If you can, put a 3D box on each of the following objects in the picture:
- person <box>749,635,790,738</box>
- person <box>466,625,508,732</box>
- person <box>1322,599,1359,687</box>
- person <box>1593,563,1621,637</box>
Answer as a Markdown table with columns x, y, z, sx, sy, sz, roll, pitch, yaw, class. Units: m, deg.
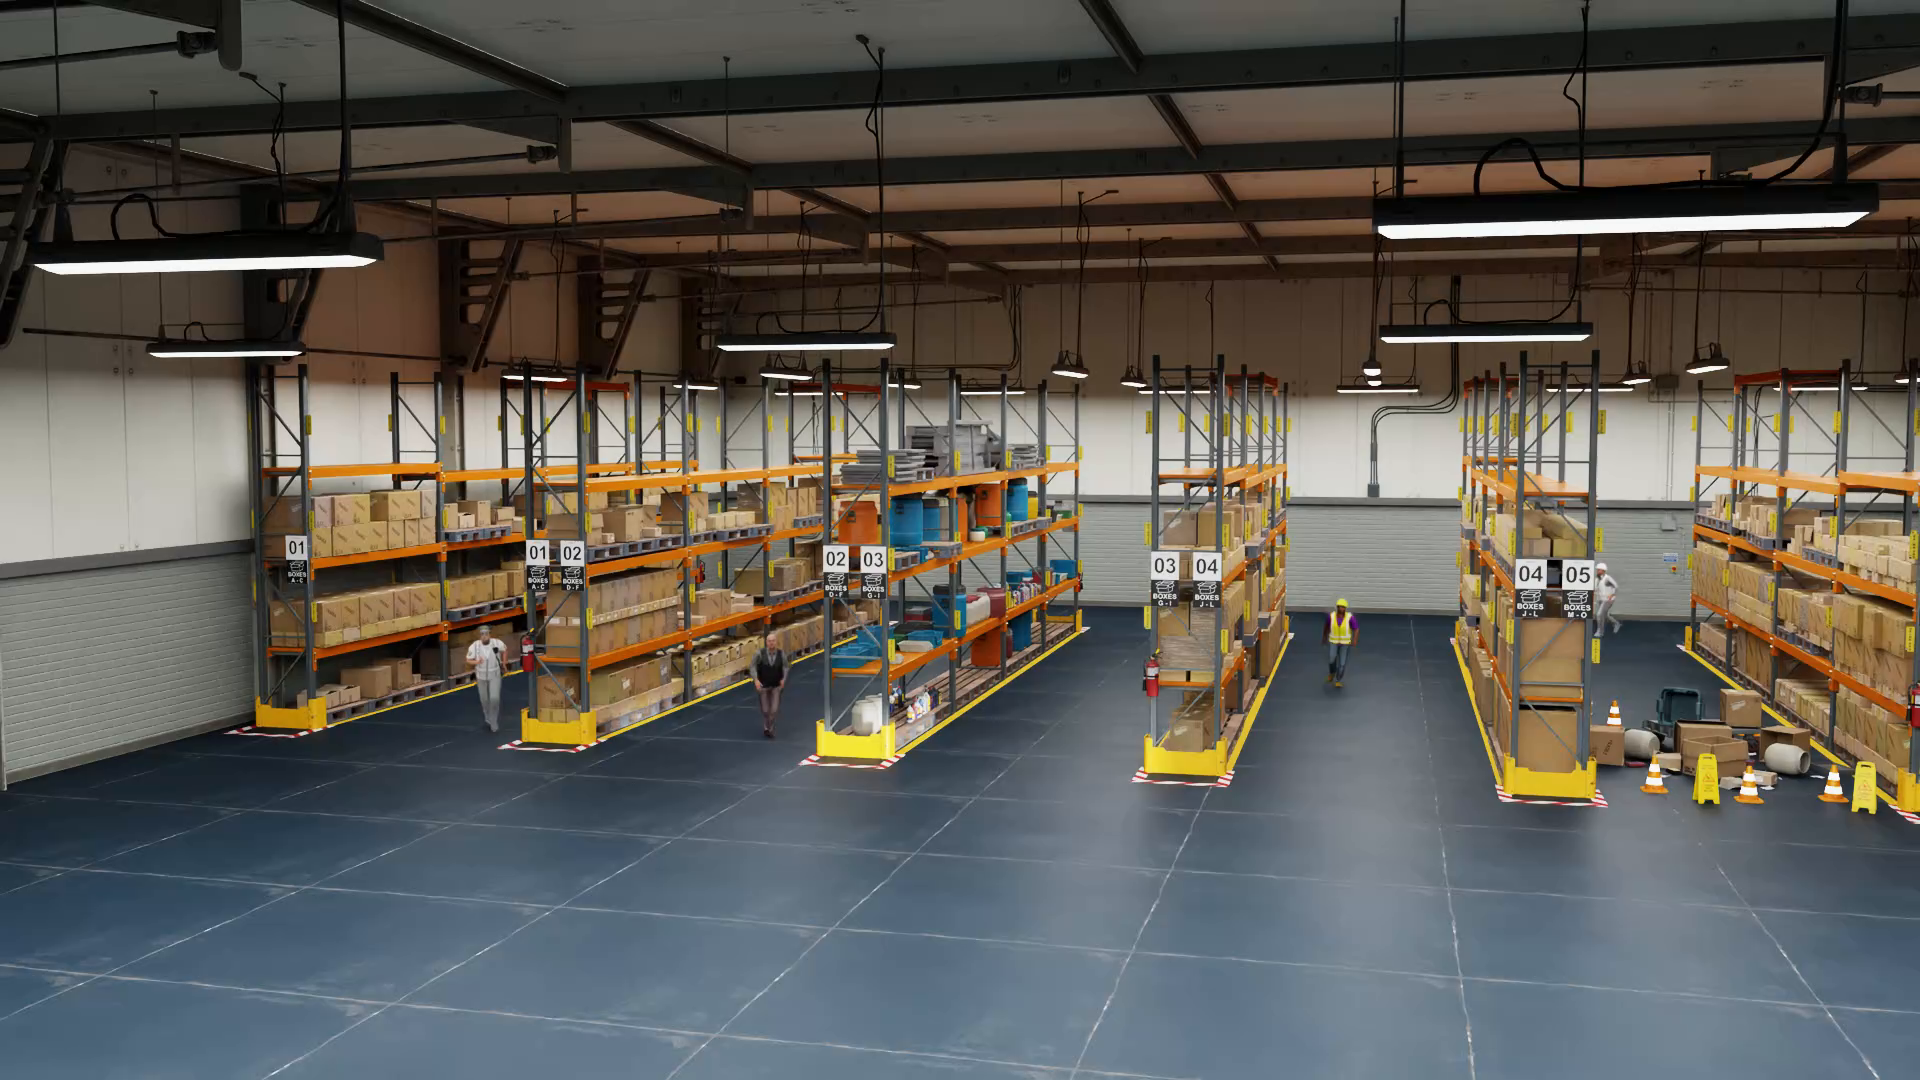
| x | y | z | sx | sy | sz | roll | pitch | yaw | class |
| --- | --- | --- | --- | --- | --- | --- | --- | --- | --- |
| -3.060 | 2.333 | 26.774 | 0.657 | 1.664 | 0.556 | -1 | 4 | -10 | person |
| -7.786 | 2.255 | 27.406 | 0.625 | 1.763 | 0.929 | 0 | 4 | -7 | person |
| 7.211 | 1.962 | 31.567 | 0.710 | 1.717 | 0.773 | 1 | 4 | 15 | person |
| 15.392 | 1.419 | 39.519 | 0.858 | 1.745 | 0.660 | -1 | 4 | -16 | person |
